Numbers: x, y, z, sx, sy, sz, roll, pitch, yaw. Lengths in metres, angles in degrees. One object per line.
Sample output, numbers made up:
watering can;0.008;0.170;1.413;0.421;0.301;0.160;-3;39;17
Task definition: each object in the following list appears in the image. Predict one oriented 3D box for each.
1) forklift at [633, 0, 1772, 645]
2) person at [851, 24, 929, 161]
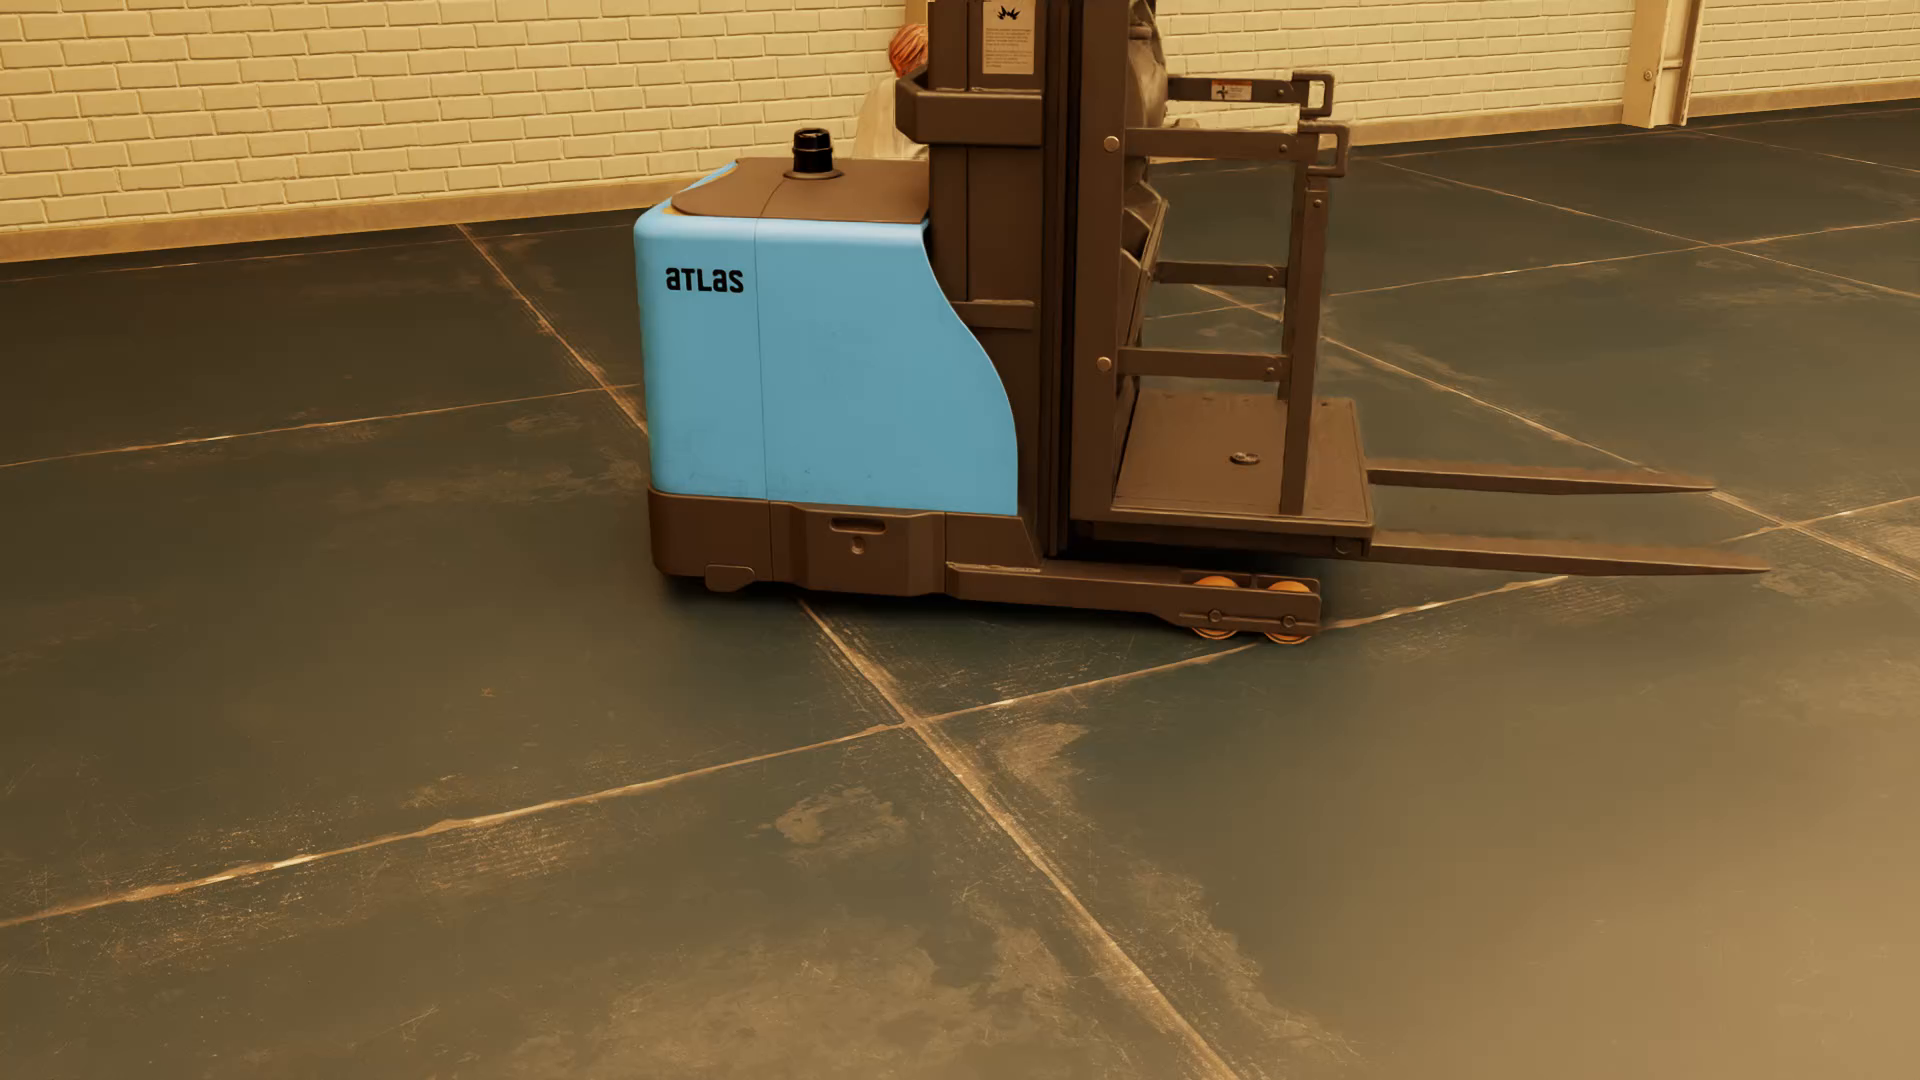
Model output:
forklift;0.685;-1.294;4.402;3.031;2.935;1.130;4;23;9
person;-0.098;-1.387;6.722;0.680;1.324;0.881;19;29;39
